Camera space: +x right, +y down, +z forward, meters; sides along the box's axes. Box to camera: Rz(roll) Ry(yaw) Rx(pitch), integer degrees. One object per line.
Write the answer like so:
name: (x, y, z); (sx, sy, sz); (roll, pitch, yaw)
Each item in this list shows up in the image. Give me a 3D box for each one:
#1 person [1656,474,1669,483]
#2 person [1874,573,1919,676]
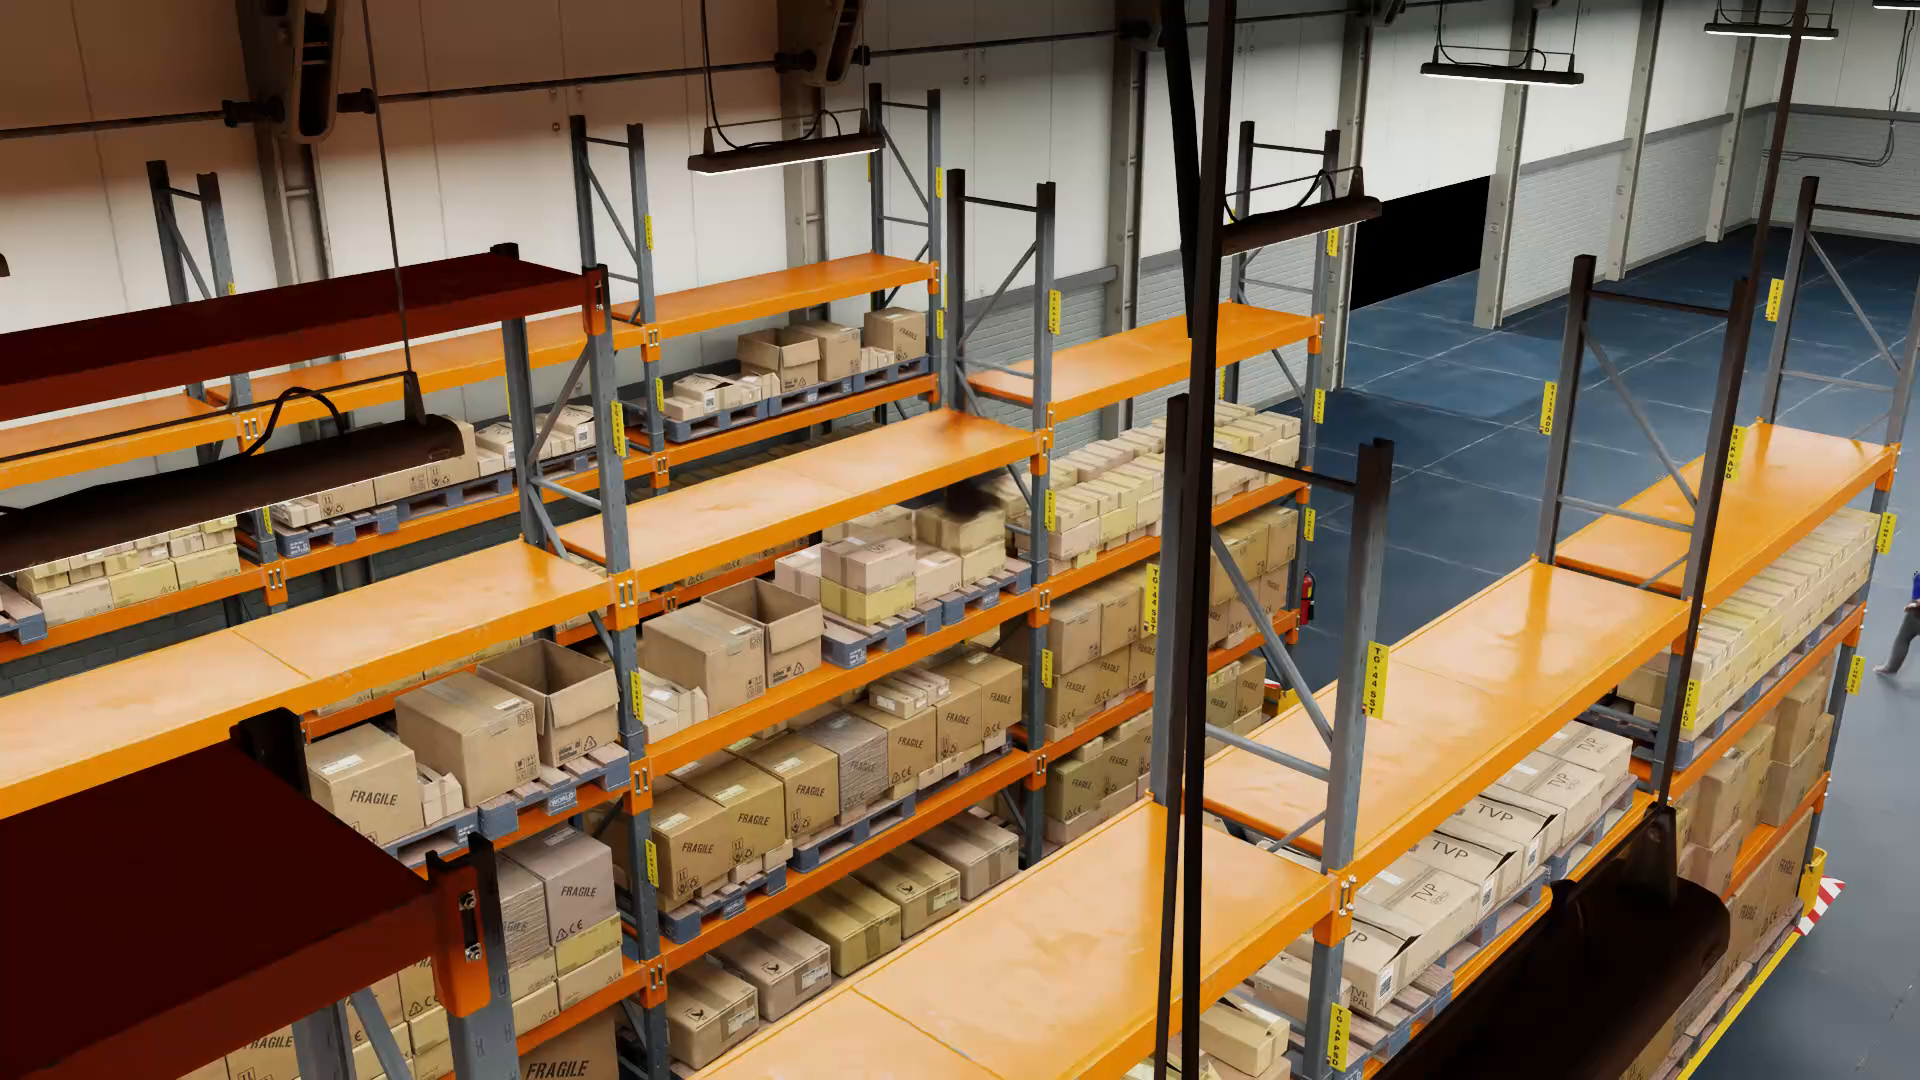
person: (8.036, 0.112, 19.245); (0.680, 1.833, 0.902); (0, 21, -1)
person: (10.232, 0.812, 17.616); (0.579, 1.647, 0.924); (-5, 22, -14)
